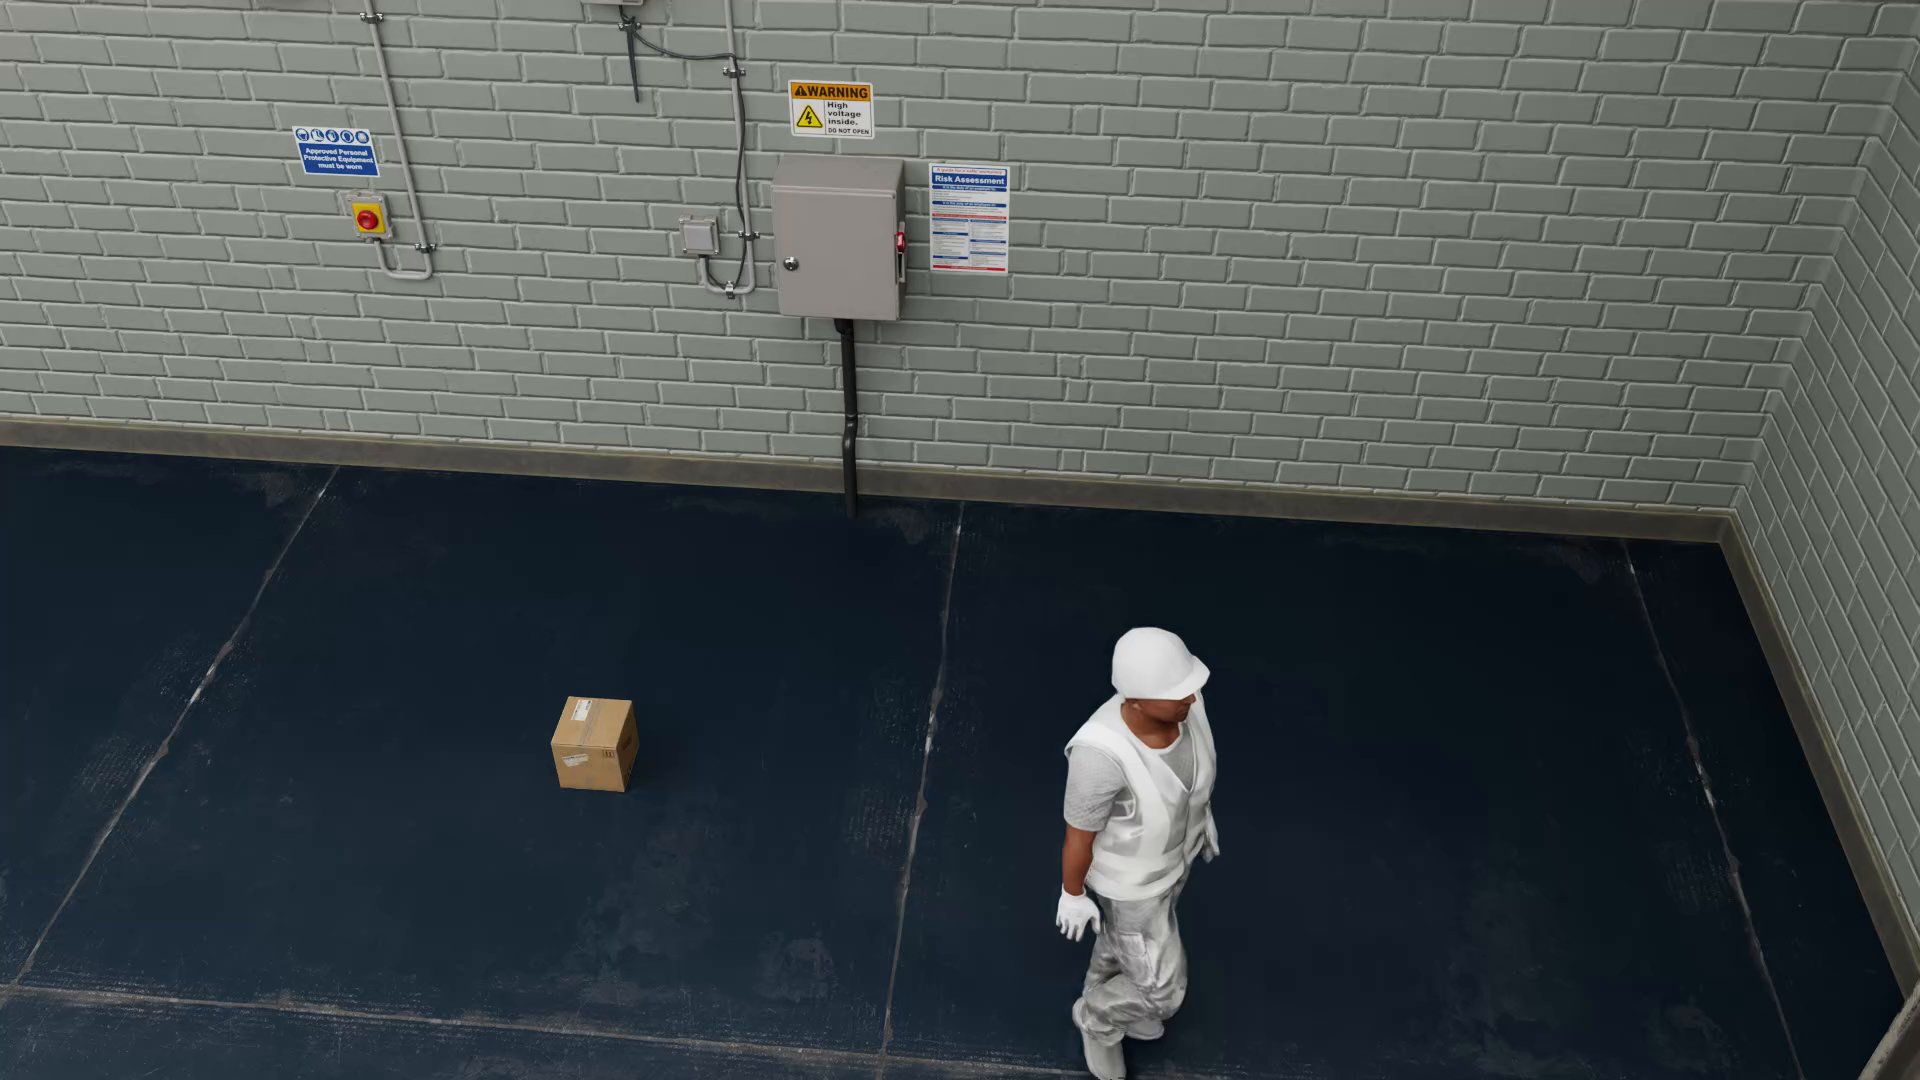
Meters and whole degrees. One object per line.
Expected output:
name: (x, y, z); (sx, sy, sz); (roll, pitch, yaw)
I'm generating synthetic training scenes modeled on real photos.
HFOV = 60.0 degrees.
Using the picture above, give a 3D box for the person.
person: (0.576, 0.971, 4.951); (0.455, 1.808, 0.592); (26, 46, 27)
